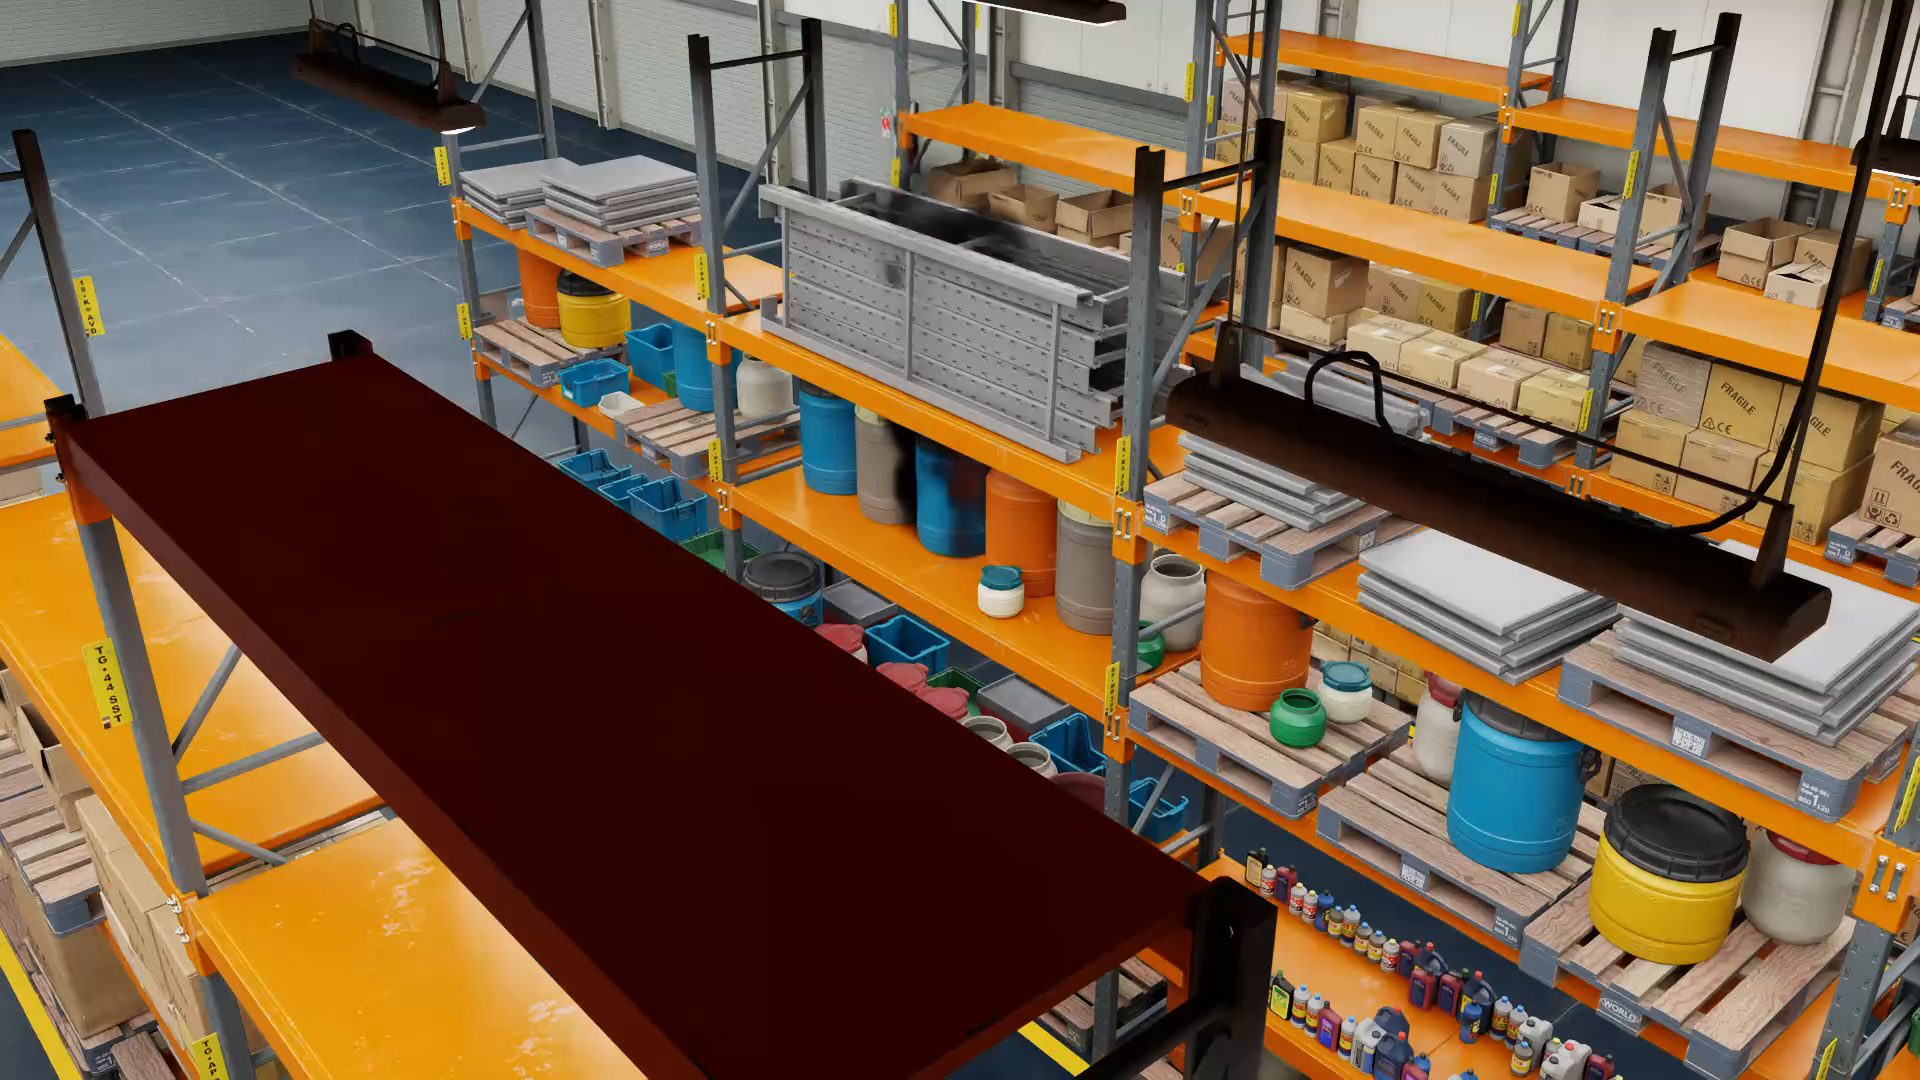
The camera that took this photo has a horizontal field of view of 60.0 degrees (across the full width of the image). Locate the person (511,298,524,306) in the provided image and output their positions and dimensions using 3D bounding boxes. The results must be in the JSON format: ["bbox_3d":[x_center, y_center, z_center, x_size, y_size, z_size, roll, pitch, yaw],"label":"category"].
[{"bbox_3d":[-5.318,-2.795,21.240,0.739,1.770,0.631,-10,29,-18],"label":"person"}]
